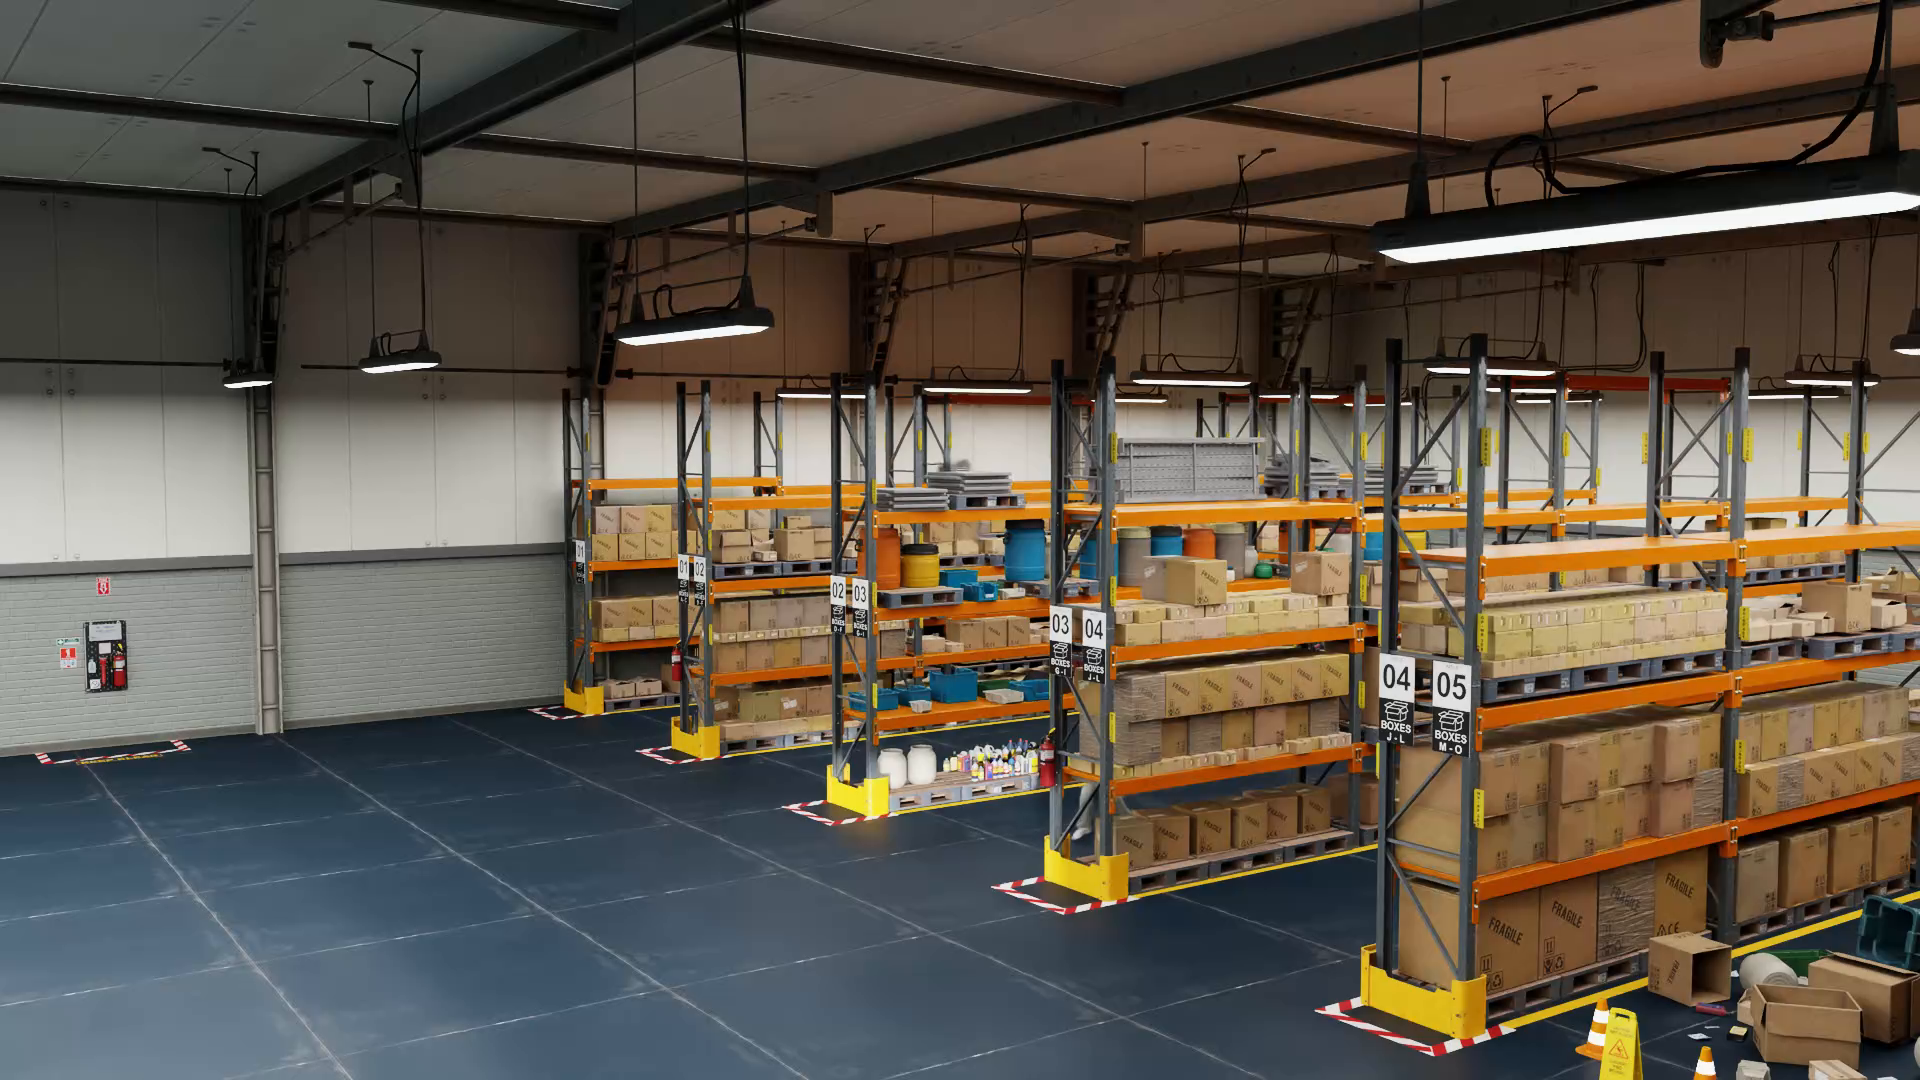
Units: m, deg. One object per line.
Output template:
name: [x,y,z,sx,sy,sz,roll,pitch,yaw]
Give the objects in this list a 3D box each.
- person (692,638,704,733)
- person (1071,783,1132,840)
person: [-4.405,2.462,29.132,0.578,1.739,0.997,3,5,43]
person: [1.819,2.940,21.194,0.907,1.682,0.553,-2,4,-34]
